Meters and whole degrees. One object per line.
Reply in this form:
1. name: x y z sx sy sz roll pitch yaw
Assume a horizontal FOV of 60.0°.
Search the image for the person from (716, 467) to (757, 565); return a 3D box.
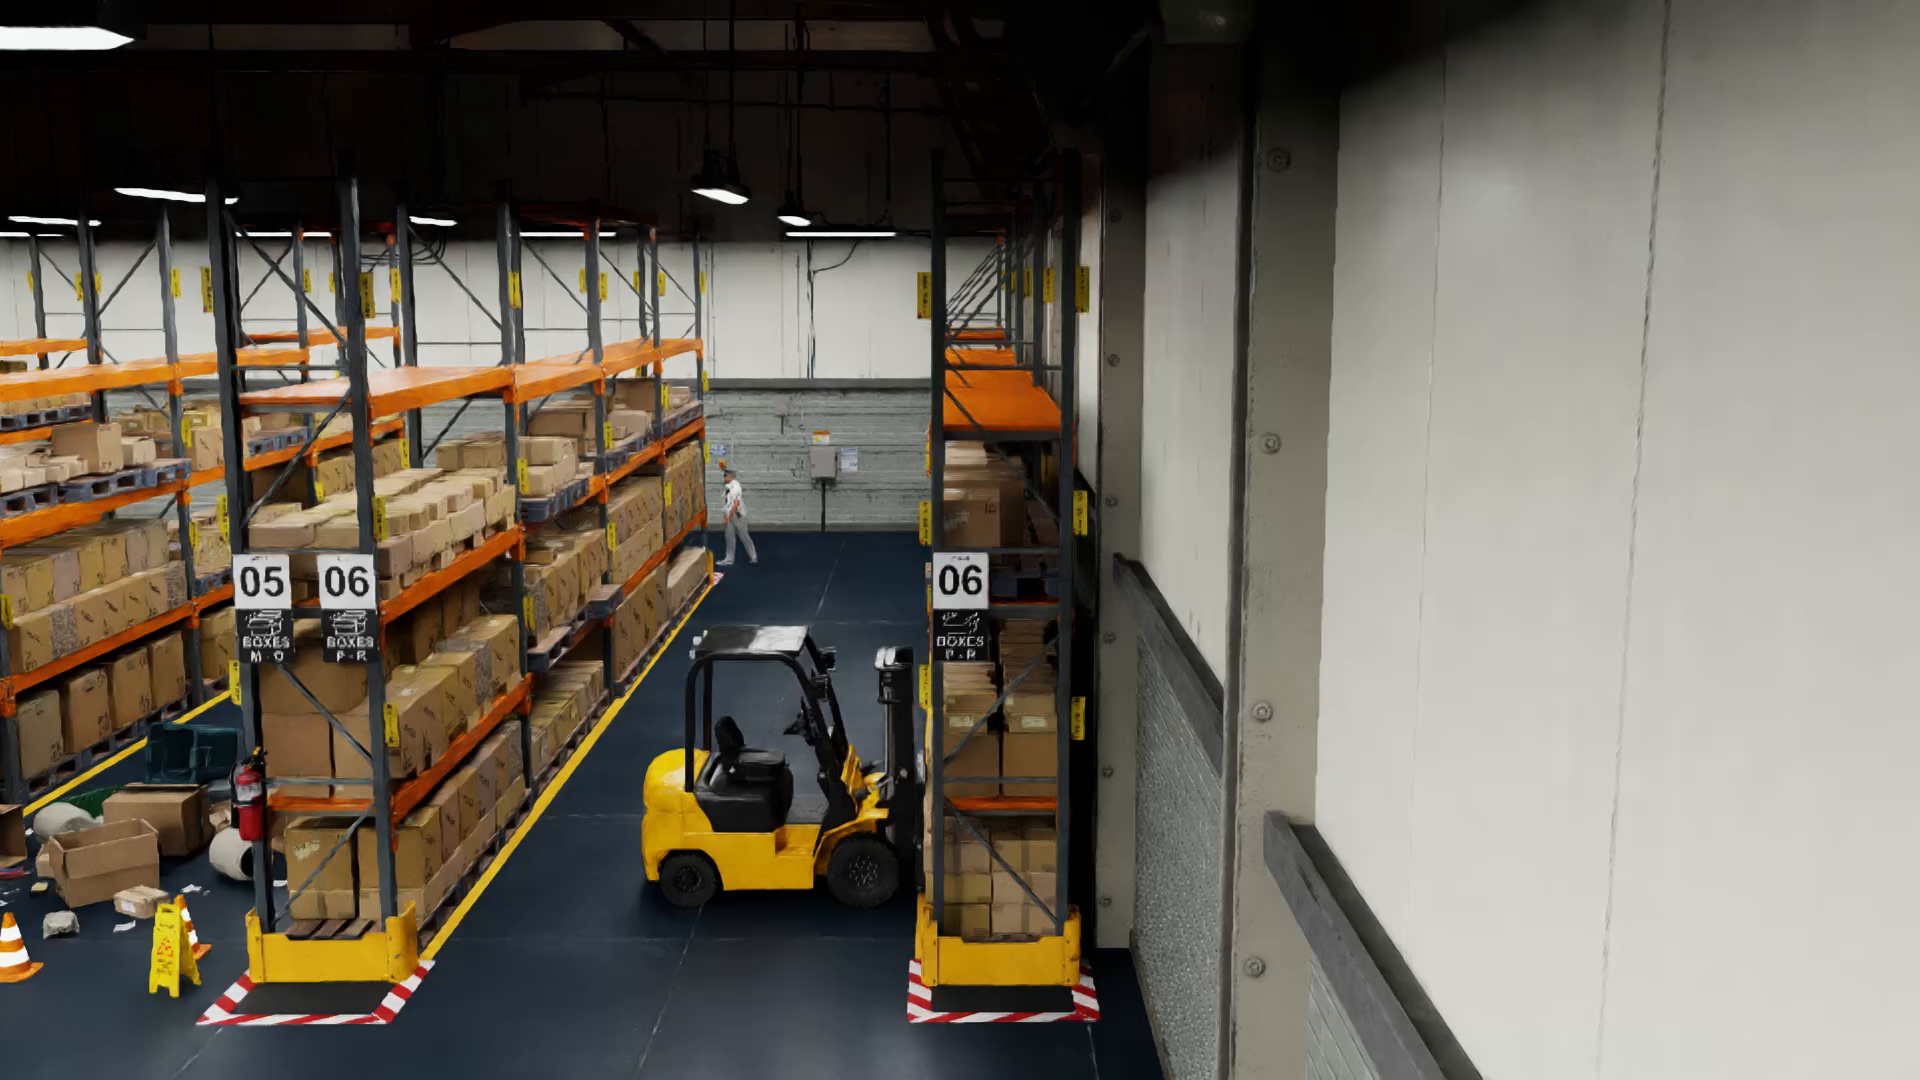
1. person: -3.984 -0.428 29.645 0.721 1.738 0.571 -5 10 -29
